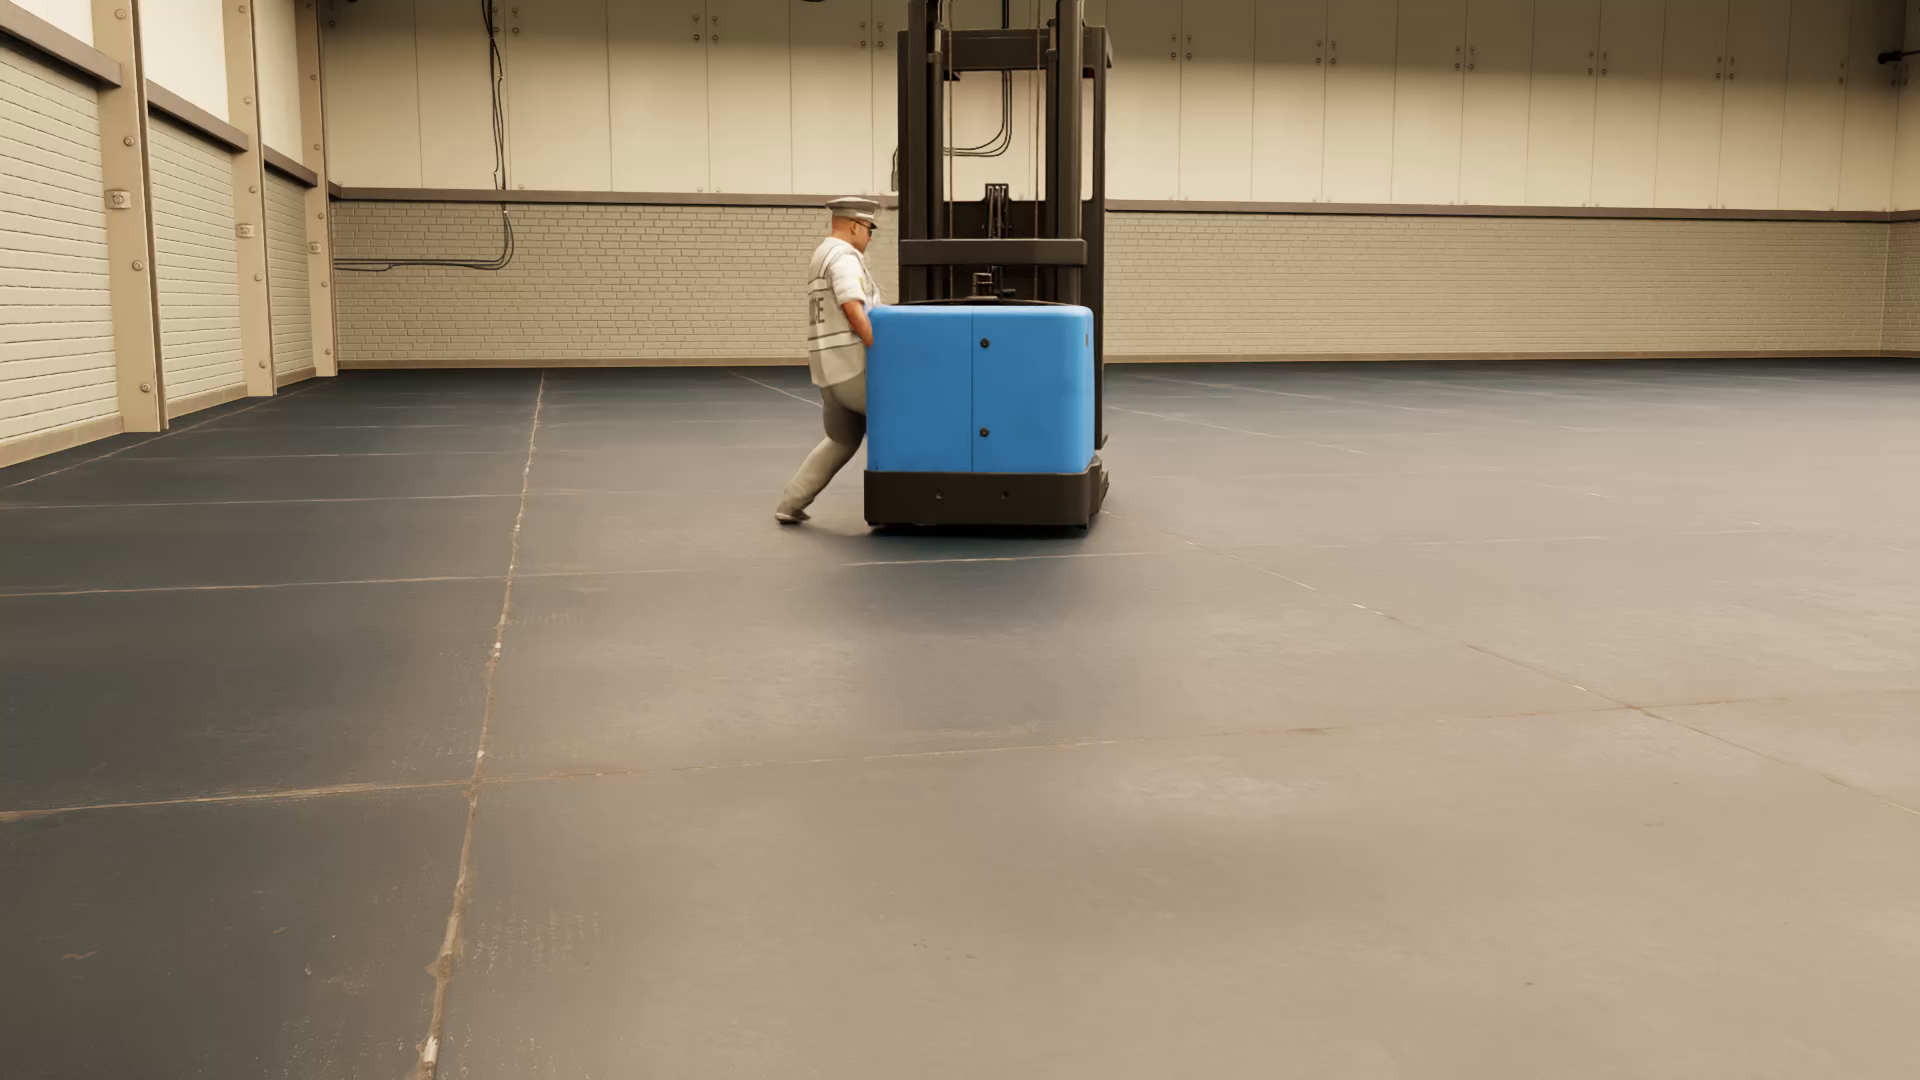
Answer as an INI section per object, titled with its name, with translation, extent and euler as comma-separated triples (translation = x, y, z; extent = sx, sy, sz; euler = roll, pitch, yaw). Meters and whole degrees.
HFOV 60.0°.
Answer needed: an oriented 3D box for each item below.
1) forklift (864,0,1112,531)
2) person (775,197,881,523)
[forklift]
translation = 0.250, -1.662, 9.005
extent = 1.130, 2.935, 3.031
euler = 1, 8, 7
[person]
translation = -0.512, -0.845, 8.108
extent = 0.726, 1.627, 0.972
euler = -3, 8, -19
